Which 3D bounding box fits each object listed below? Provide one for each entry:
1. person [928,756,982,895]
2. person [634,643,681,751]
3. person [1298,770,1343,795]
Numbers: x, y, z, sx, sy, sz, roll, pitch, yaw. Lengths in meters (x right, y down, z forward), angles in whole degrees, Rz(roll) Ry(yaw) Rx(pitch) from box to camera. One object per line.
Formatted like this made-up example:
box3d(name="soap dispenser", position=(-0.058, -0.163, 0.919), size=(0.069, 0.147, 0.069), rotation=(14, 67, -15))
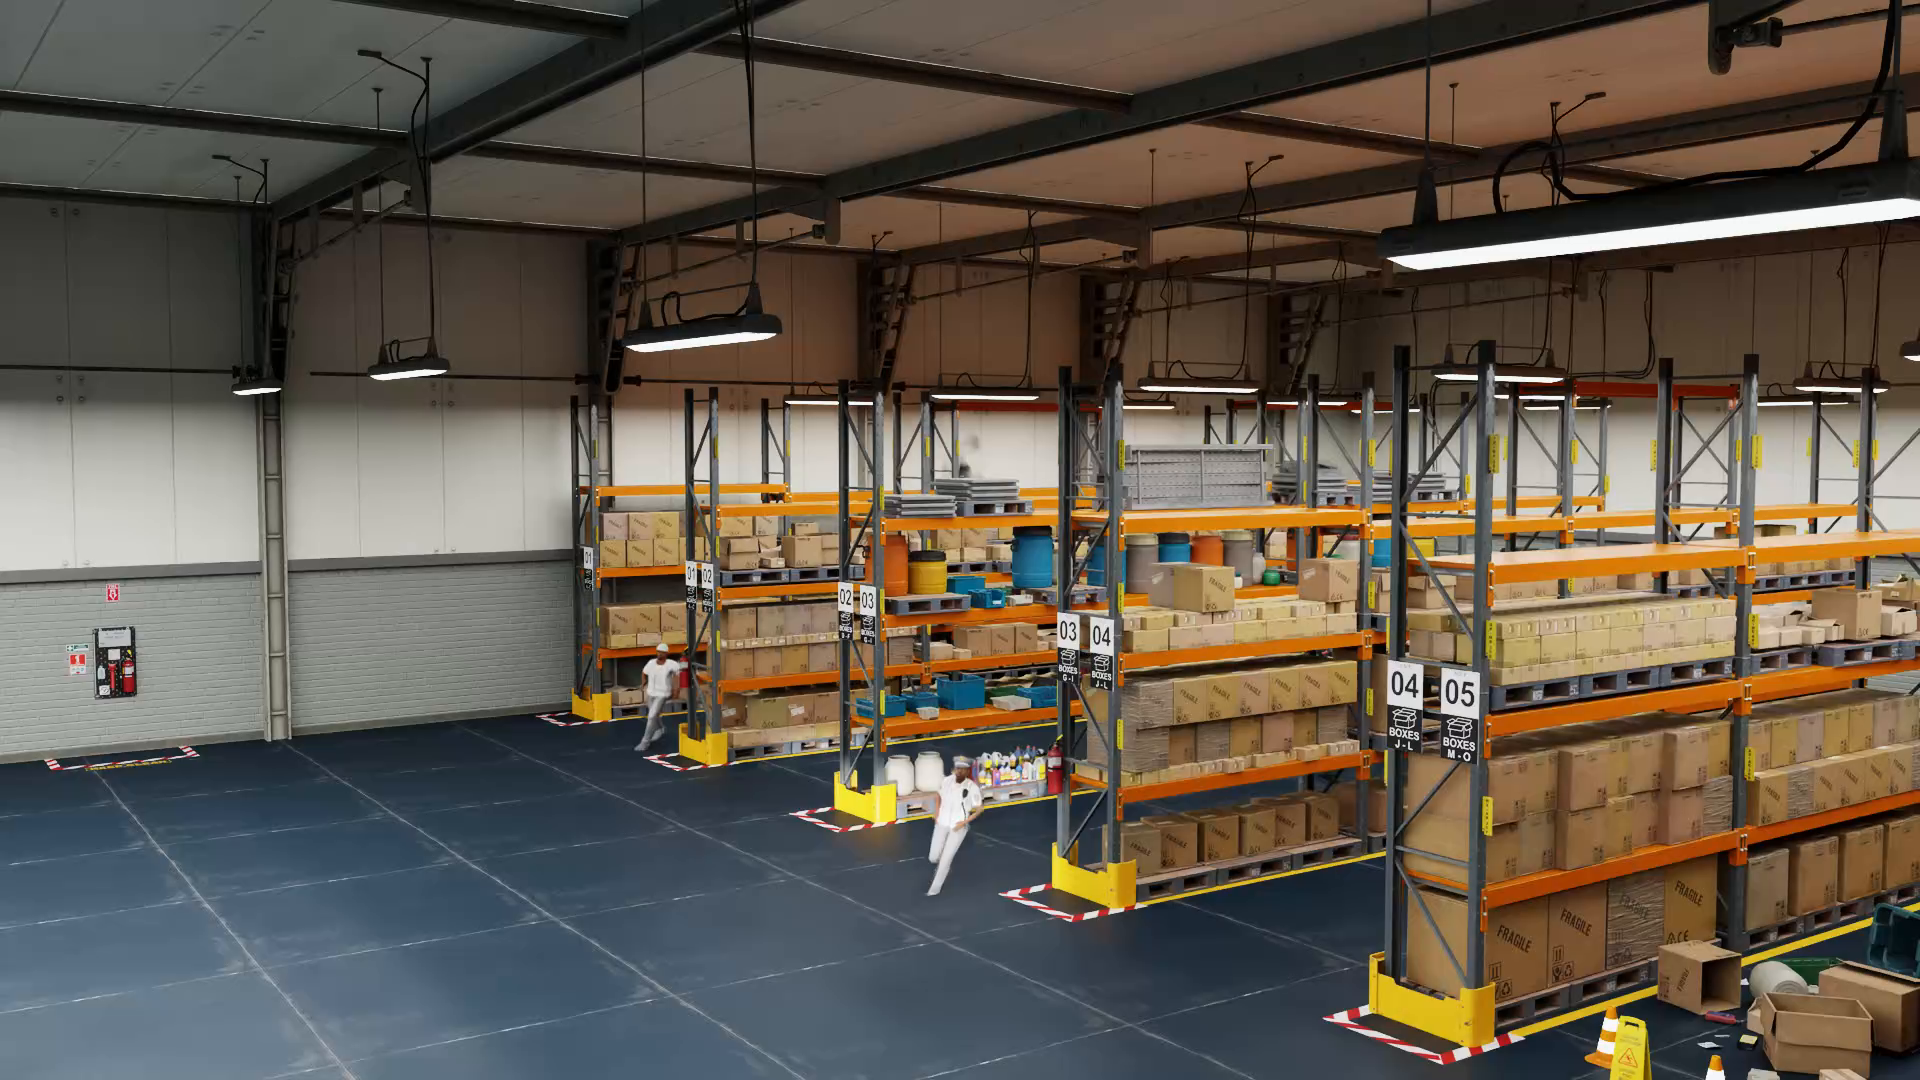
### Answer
box3d(name="person", position=(-0.050, 3.223, 18.948), size=(0.651, 1.612, 0.578), rotation=(1, 4, 19))
box3d(name="person", position=(-5.057, 2.604, 27.861), size=(0.758, 1.756, 0.953), rotation=(2, 4, 26))
box3d(name="person", position=(5.012, 2.864, 23.398), size=(0.968, 1.747, 0.710), rotation=(-3, 4, -38))
